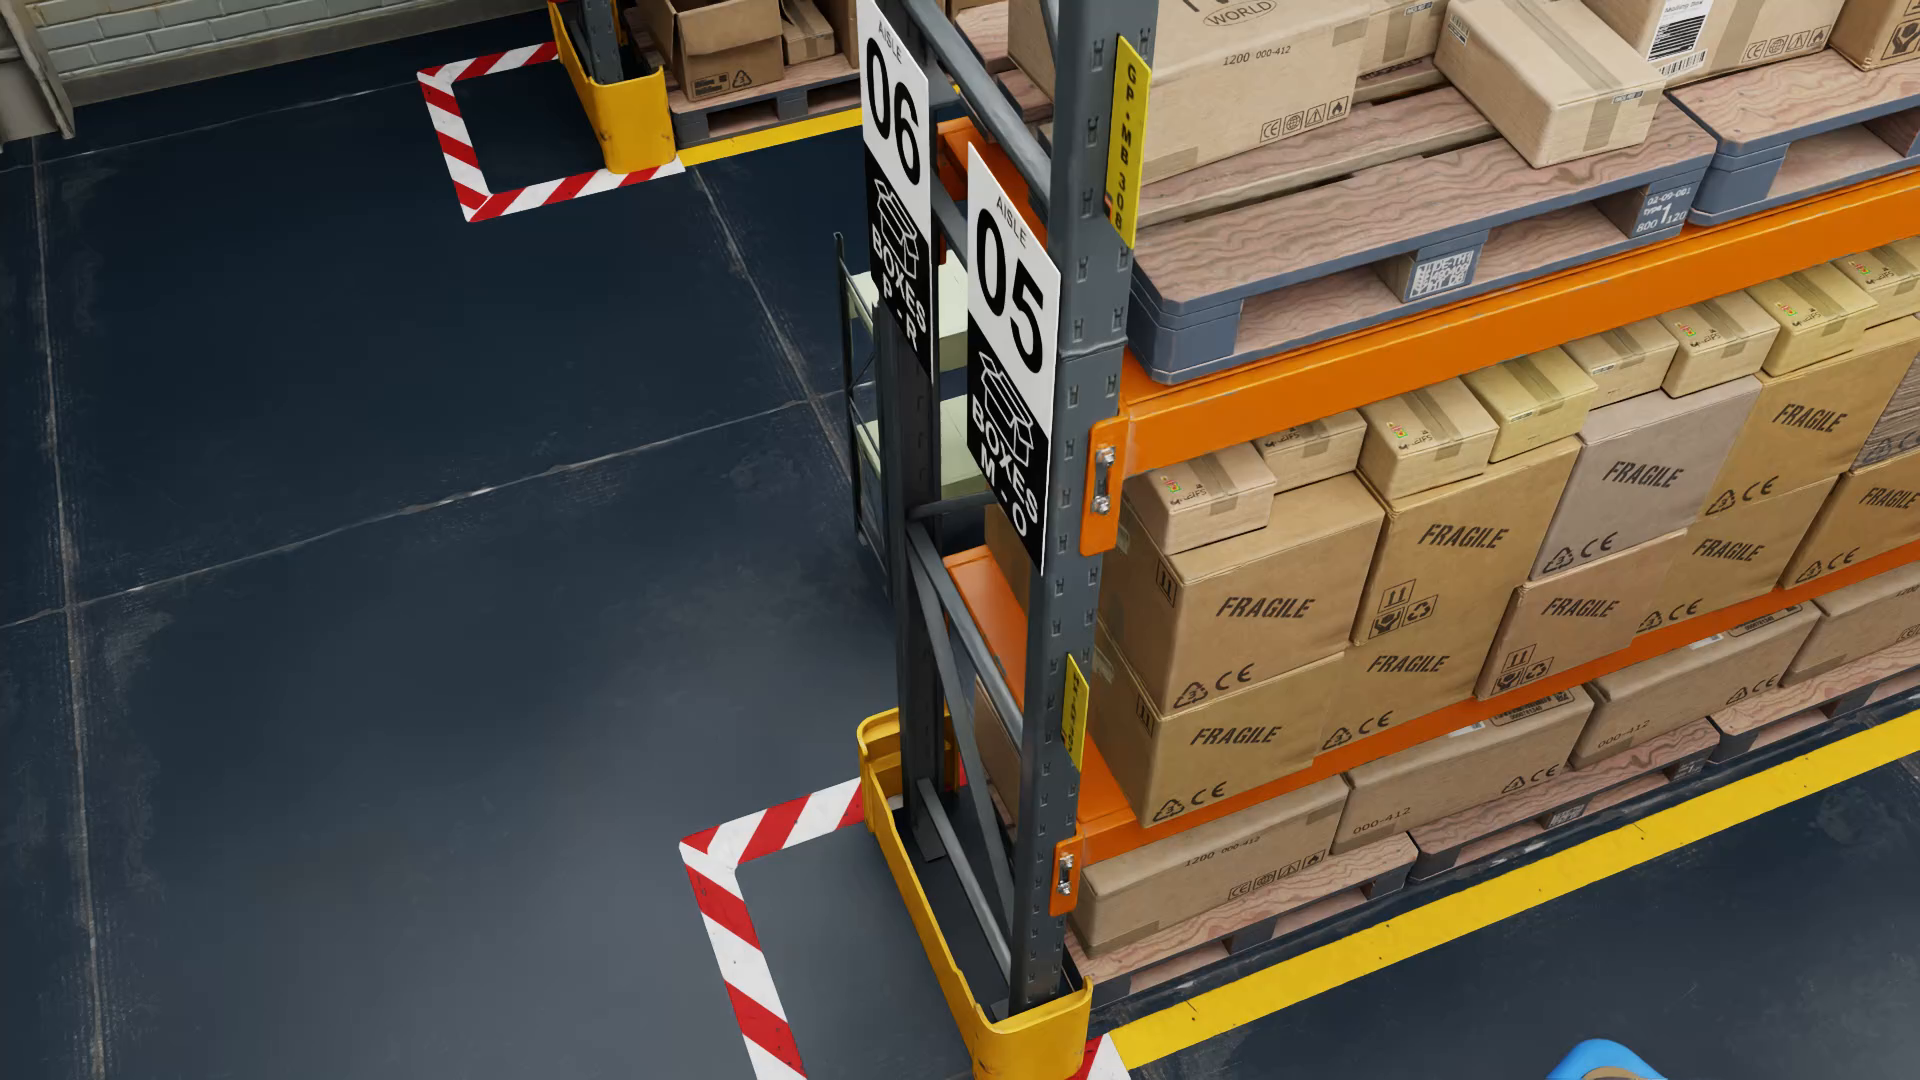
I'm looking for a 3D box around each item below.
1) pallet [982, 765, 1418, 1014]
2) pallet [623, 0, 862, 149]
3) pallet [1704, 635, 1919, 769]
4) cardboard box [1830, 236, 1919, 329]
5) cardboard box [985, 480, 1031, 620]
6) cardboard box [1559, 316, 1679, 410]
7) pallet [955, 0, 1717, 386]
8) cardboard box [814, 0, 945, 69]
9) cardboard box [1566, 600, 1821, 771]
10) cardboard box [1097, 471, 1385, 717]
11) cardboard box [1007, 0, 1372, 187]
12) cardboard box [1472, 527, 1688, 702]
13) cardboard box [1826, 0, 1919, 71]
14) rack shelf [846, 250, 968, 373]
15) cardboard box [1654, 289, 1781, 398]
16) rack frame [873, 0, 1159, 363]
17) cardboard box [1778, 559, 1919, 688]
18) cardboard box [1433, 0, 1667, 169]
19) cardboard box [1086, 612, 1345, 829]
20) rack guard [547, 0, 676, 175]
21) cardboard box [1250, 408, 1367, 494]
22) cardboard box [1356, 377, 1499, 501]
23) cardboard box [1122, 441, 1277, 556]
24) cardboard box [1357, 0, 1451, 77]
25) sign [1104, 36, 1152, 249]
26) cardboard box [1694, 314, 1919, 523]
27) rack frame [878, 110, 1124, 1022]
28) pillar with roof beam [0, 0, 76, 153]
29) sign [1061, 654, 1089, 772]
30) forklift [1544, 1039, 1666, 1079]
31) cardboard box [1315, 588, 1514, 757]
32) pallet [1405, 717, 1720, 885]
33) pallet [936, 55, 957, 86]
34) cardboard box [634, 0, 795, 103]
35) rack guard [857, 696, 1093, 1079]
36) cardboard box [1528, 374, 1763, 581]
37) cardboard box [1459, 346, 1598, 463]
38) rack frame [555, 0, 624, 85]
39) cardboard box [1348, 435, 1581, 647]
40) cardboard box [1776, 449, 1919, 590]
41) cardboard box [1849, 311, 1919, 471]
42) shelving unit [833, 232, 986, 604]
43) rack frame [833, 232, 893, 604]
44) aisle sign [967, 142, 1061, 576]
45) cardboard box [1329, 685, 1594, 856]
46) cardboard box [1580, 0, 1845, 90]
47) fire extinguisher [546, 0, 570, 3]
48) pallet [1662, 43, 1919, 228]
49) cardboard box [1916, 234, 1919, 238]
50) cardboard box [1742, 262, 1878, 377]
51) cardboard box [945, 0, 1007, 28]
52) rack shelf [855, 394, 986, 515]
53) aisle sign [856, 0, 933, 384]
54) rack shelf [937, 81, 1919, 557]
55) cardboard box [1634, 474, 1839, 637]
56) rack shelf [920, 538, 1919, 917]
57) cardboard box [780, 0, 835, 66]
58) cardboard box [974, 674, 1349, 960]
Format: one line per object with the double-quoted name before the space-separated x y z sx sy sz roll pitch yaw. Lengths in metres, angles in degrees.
"pallet" 0.759 0.924 5.658 1.213 0.211 1.003 -17 52 -14
"pallet" -1.024 -2.528 8.622 1.213 0.211 1.003 -17 52 -14
"pallet" 3.017 0.224 6.259 1.213 0.211 1.003 -17 52 -14
"cardboard box" 2.157 -0.702 4.064 0.250 0.149 0.380 -17 52 -14
"cardboard box" 0.394 -0.057 4.596 0.500 0.500 0.500 -17 51 -14
"cardboard box" 1.441 -0.497 3.888 0.250 0.149 0.380 -17 51 -14
"pallet" 0.731 -0.868 3.441 1.213 0.211 1.003 -17 52 -14
"cardboard box" -0.424 -2.834 8.418 0.500 0.500 0.700 -15 51 -13
"cardboard box" 2.301 0.213 5.843 0.875 0.438 0.875 -19 52 -15
"cardboard box" 0.600 0.004 3.885 0.500 0.500 0.500 -18 52 -15
"cardboard box" 0.430 -0.990 3.243 0.500 0.250 0.500 -22 53 -18
"cardboard box" 1.536 0.033 4.519 0.500 0.500 0.500 -17 52 -14
"cardboard box" 1.971 -1.352 3.389 0.500 0.500 0.500 -16 51 -14
"rack shelf" 0.006 -0.745 5.727 0.720 0.370 0.431 -17 52 -14
"cardboard box" 1.688 -0.539 3.924 0.250 0.149 0.380 -17 51 -14
"rack frame" 0.048 -1.654 2.080 0.127 3.000 1.000 -17 52 -14
"cardboard box" 3.129 -0.045 6.064 0.875 0.438 0.875 -18 52 -15
"cardboard box" 1.142 -0.915 3.245 0.250 0.149 0.380 -16 51 -13
"cardboard box" 0.601 0.331 4.263 0.500 0.500 0.500 -18 52 -15
"rack guard" -1.762 -2.392 8.316 0.348 0.500 1.175 -17 52 -14
"cardboard box" 0.697 -0.302 3.720 0.250 0.149 0.380 -16 51 -13
"cardboard box" 0.981 -0.296 3.715 0.250 0.149 0.380 -16 51 -13
"cardboard box" 0.481 -0.177 3.613 0.250 0.149 0.380 -16 51 -13
"cardboard box" 0.788 -1.134 3.433 0.250 0.149 0.380 -21 52 -17
"sign" 0.252 -0.596 2.520 0.005 0.325 0.100 -17 52 -14
"cardboard box" 2.011 -0.446 4.271 0.500 0.500 0.500 -17 51 -14
"rack frame" 0.048 0.300 4.356 0.127 3.000 1.000 -17 52 -14
"pillar with roof beam" -3.041 -1.976 2.356 0.400 9.000 9.100 -17 52 -14
"sign" 0.252 0.384 3.661 0.005 0.325 0.100 -17 52 -14
"forklift" 2.224 2.040 2.907 1.130 2.935 3.031 -34 57 -26
"cardboard box" 1.059 0.167 4.404 0.500 0.500 0.500 -18 52 -15
"pallet" 1.886 0.577 5.956 1.213 0.211 1.003 -17 52 -14
"pallet" 0.103 -2.875 8.920 1.213 0.211 1.003 -17 52 -14
"cardboard box" -1.230 -2.617 8.230 0.637 0.503 0.797 -19 52 -16
"rack guard" 0.026 1.121 5.298 0.348 0.500 1.175 -17 52 -14
"cardboard box" 1.549 -0.302 4.148 0.500 0.500 0.500 -18 52 -15
"cardboard box" 1.218 -0.384 3.791 0.250 0.149 0.380 -19 52 -15
"rack frame" -1.832 -3.185 7.349 0.127 3.000 1.000 -17 52 -14
"cardboard box" 1.076 -0.149 4.017 0.500 0.500 0.500 -18 52 -15
"cardboard box" 2.484 -0.261 4.772 0.500 0.500 0.500 -18 52 -15
"cardboard box" 2.478 -0.584 4.390 0.500 0.500 0.500 -17 51 -14
"shelving unit" 0.006 -0.491 6.023 0.755 1.500 0.431 -17 52 -14
"rack frame" -0.333 -0.386 5.933 0.023 1.500 0.400 -17 52 -14
"aisle sign" 0.091 -0.323 3.177 0.004 0.787 0.394 -17 52 -14
"cardboard box" 1.465 0.470 5.622 0.875 0.438 0.875 -16 51 -13
"cardboard box" 1.453 -1.212 3.393 0.500 0.311 0.500 -16 51 -14
"fire extinguisher" -1.794 -2.671 7.205 0.183 0.674 0.296 -17 52 -14
"pallet" 1.862 -1.221 3.744 1.213 0.211 1.003 -17 52 -14
"cardboard box" 2.379 -0.783 4.133 0.250 0.149 0.380 -18 52 -15
"cardboard box" 1.933 -0.592 3.970 0.250 0.149 0.380 -18 52 -15
"cardboard box" 0.103 -2.916 8.488 0.500 0.500 0.500 -16 51 -14
"rack shelf" 0.006 -0.278 6.271 0.720 0.370 0.431 -17 52 -14
"aisle sign" -0.136 -0.744 3.539 0.004 0.787 0.394 -17 52 -14
"rack shelf" 1.899 -1.017 3.983 4.000 0.370 1.077 -17 52 -14
"cardboard box" 1.994 -0.122 4.652 0.500 0.500 0.500 -16 51 -13
"rack shelf" 1.899 -0.039 5.121 4.000 0.370 1.077 -17 52 -14
"cardboard box" -0.822 -2.596 8.446 0.250 0.149 0.380 -19 52 -16
"cardboard box" 0.621 0.738 5.391 0.875 0.438 0.875 -19 52 -15
